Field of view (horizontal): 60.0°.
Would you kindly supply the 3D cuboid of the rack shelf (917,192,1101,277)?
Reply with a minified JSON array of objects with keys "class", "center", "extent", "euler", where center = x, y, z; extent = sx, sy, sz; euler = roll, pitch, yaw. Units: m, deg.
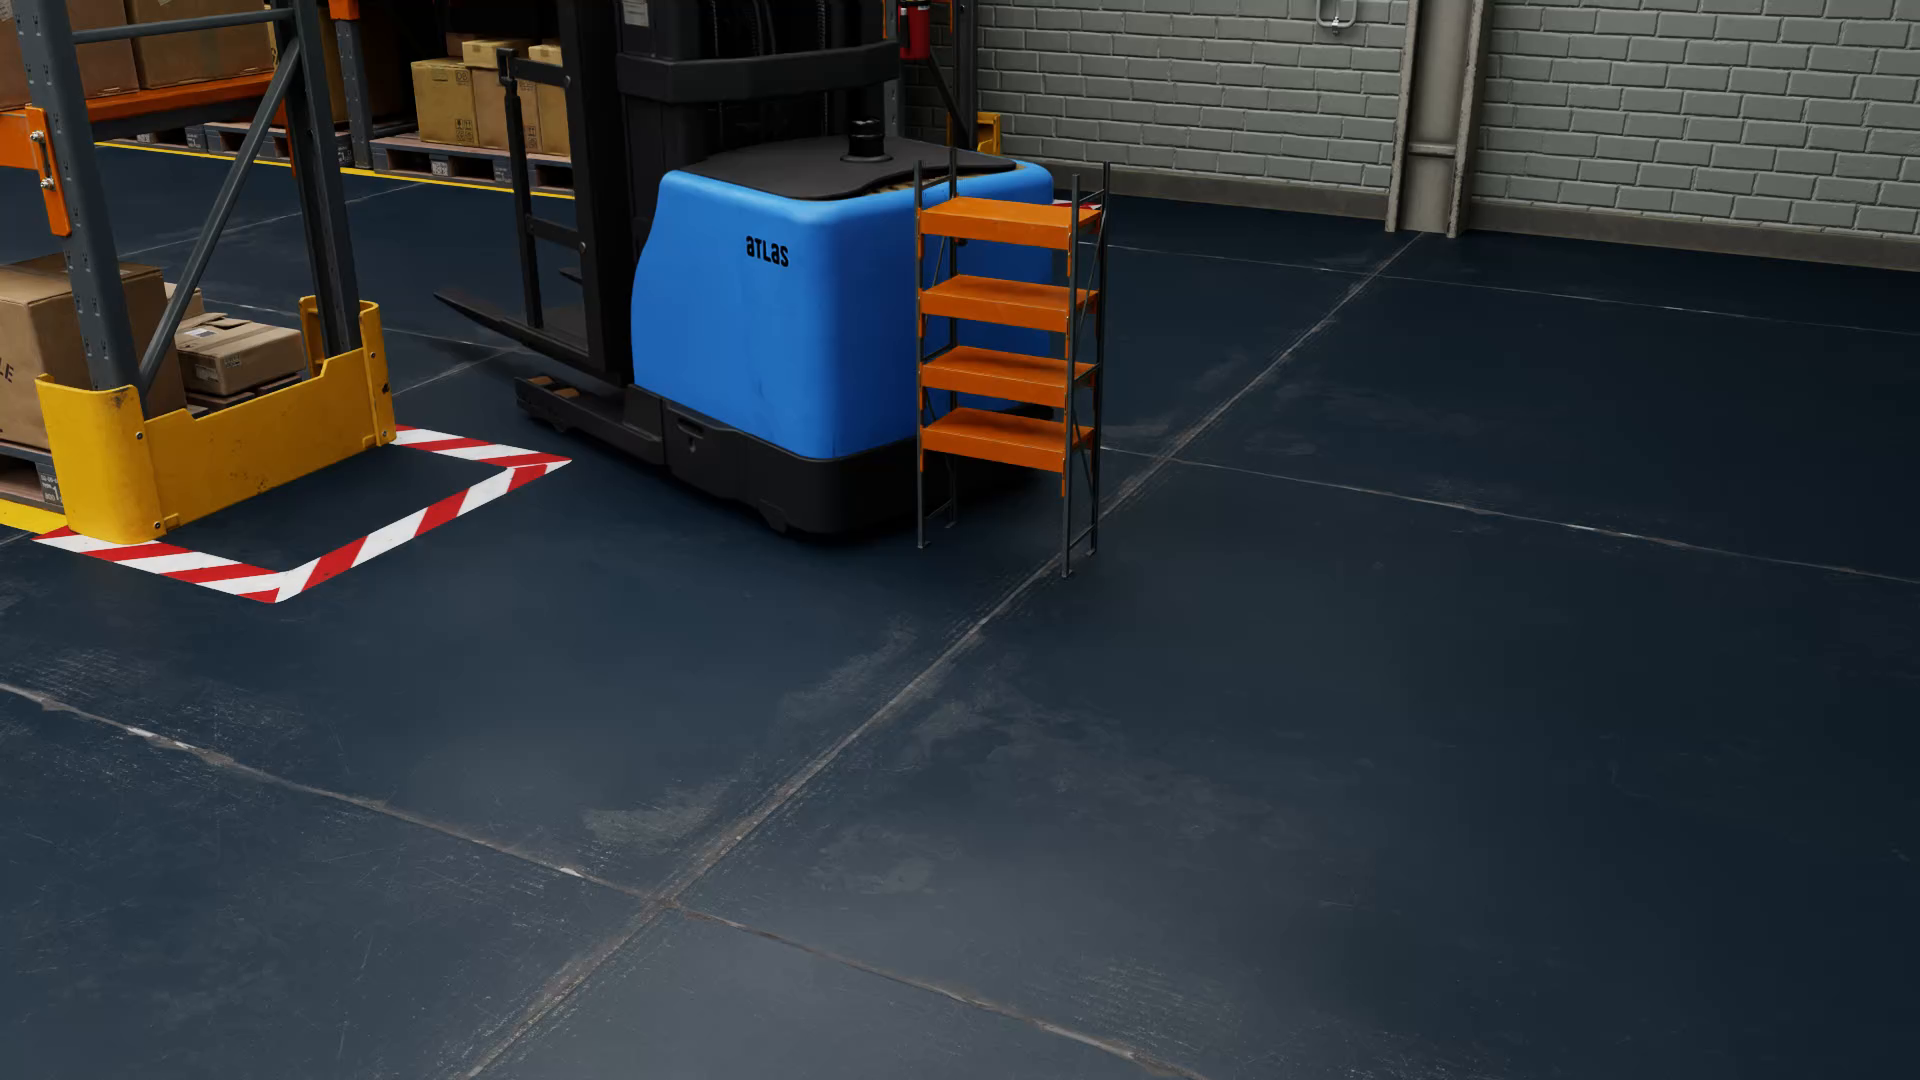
[{"class":"rack shelf","center":[0.148,-0.885,4.793],"extent":[0.480,0.148,0.258],"euler":[11,25,25]}]

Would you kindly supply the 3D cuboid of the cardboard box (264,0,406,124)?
[{"class":"cardboard box","center":[-4.380,-3.287,11.356],"extent":[0.750,0.750,0.750],"euler":[12,26,25]}]

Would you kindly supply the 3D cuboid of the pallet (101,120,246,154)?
[{"class":"pallet","center":[-5.557,-3.055,12.164],"extent":[1.213,0.211,1.003],"euler":[11,25,25]}]

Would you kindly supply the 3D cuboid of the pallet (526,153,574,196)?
[{"class":"pallet","center":[-2.006,-2.354,10.515],"extent":[1.213,0.211,1.003],"euler":[11,25,25]}]

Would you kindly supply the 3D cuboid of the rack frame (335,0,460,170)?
[{"class":"rack frame","center":[-3.742,-4.014,10.855],"extent":[0.127,3.000,1.000],"euler":[11,25,25]}]

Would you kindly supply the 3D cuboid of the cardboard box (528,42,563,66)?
[{"class":"cardboard box","center":[-2.431,-2.971,10.232],"extent":[0.250,0.149,0.380],"euler":[10,25,23]}]

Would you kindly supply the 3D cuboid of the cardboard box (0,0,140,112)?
[{"class":"cardboard box","center":[-2.926,-1.607,5.067],"extent":[0.500,0.500,0.500],"euler":[12,26,26]}]

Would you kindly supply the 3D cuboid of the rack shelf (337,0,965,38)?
[{"class":"rack shelf","center":[-1.957,-3.329,10.165],"extent":[4.000,0.370,1.077],"euler":[11,25,25]}]

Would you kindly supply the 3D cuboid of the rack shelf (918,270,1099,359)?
[{"class":"rack shelf","center":[0.148,-0.667,4.885],"extent":[0.480,0.148,0.258],"euler":[11,25,25]}]

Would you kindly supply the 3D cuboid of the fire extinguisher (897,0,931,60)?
[{"class":"fire extinguisher","center":[-0.246,-2.912,8.840],"extent":[0.183,0.674,0.296],"euler":[11,25,25]}]

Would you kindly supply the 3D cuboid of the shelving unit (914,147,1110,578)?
[{"class":"shelving unit","center":[0.148,-0.523,4.946],"extent":[0.503,1.200,0.258],"euler":[11,25,25]}]

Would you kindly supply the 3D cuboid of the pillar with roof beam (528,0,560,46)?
[{"class":"pillar with roof beam","center":[-4.669,-5.449,6.565],"extent":[0.400,9.000,9.100],"euler":[11,25,25]}]

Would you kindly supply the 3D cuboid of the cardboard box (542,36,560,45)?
[{"class":"cardboard box","center":[-2.454,-3.143,10.637],"extent":[0.250,0.149,0.380],"euler":[10,25,23]}]

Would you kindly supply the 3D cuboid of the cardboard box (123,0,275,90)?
[{"class":"cardboard box","center":[-2.681,-1.793,5.505],"extent":[0.500,0.500,0.500],"euler":[12,26,26]}]

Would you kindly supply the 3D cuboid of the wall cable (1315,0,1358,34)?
[{"class":"wall cable","center":[1.398,-3.879,9.240],"extent":[1.851,1.984,0.084],"euler":[11,25,25]}]

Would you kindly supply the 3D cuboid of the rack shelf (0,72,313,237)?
[{"class":"rack shelf","center":[-4.189,-1.599,6.095],"extent":[4.000,0.370,1.077],"euler":[11,25,25]}]

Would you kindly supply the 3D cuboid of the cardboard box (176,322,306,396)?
[{"class":"cardboard box","center":[-2.622,-0.661,6.052],"extent":[0.250,0.149,0.380],"euler":[11,25,25]}]

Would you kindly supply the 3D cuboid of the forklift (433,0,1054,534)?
[{"class":"forklift","center":[-1.035,-1.863,5.886],"extent":[1.130,2.935,3.031],"euler":[-19,30,-38]}]

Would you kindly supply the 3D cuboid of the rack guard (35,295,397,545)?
[{"class":"rack guard","center":[-2.472,-0.440,5.645],"extent":[0.348,0.500,1.175],"euler":[11,25,25]}]

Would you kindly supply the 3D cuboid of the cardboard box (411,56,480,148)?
[{"class":"cardboard box","center":[-3.121,-2.889,10.867],"extent":[0.500,0.500,0.700],"euler":[12,26,25]}]

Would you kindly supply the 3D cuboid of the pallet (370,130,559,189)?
[{"class":"pallet","center":[-3.098,-2.569,11.021],"extent":[1.213,0.211,1.003],"euler":[11,25,25]}]

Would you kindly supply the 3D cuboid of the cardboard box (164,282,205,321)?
[{"class":"cardboard box","center":[-3.207,-0.797,6.243],"extent":[0.500,0.250,0.500],"euler":[11,25,25]}]

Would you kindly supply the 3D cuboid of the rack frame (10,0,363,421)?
[{"class":"rack frame","center":[-2.404,-1.577,5.124],"extent":[0.127,3.000,1.000],"euler":[11,25,25]}]

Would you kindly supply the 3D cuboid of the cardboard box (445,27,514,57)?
[{"class":"cardboard box","center":[-3.160,-3.282,10.963],"extent":[0.250,0.149,0.380],"euler":[11,25,24]}]

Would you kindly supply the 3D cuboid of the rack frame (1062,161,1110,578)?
[{"class":"rack frame","center":[0.365,-0.480,4.845],"extent":[0.015,1.200,0.240],"euler":[11,25,25]}]

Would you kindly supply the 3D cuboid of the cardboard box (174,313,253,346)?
[{"class":"cardboard box","center":[-2.845,-0.713,6.152],"extent":[0.250,0.166,0.380],"euler":[11,25,25]}]

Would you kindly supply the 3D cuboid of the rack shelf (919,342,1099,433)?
[{"class":"rack shelf","center":[0.148,-0.461,4.973],"extent":[0.480,0.148,0.258],"euler":[11,25,25]}]

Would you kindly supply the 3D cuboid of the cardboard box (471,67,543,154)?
[{"class":"cardboard box","center":[-2.674,-2.799,10.656],"extent":[0.500,0.500,0.700],"euler":[11,25,24]}]

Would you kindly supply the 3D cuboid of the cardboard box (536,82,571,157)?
[{"class":"cardboard box","center":[-2.217,-2.707,10.441],"extent":[0.500,0.500,0.700],"euler":[12,26,26]}]

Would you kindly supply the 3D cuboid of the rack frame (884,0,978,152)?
[{"class":"rack frame","center":[-0.172,-3.307,9.194],"extent":[0.127,3.000,1.000],"euler":[11,25,25]}]

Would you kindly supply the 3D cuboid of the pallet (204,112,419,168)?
[{"class":"pallet","center":[-4.464,-2.840,11.659],"extent":[1.213,0.211,1.003],"euler":[11,25,25]}]

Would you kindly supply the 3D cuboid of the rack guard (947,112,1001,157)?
[{"class":"rack guard","center":[-0.151,-2.153,9.673],"extent":[0.348,0.500,1.175],"euler":[11,25,25]}]

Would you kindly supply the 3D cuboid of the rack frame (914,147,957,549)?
[{"class":"rack frame","center":[-0.070,-0.566,5.048],"extent":[0.015,1.200,0.240],"euler":[11,25,25]}]

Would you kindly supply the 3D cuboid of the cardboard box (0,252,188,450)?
[{"class":"cardboard box","center":[-3.000,-0.639,5.551],"extent":[0.500,0.500,0.500],"euler":[11,25,25]}]

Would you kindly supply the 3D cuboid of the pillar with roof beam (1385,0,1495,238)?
[{"class":"pillar with roof beam","center":[0.685,-4.390,4.074],"extent":[0.400,9.000,9.100],"euler":[11,25,25]}]

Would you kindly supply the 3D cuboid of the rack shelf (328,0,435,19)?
[{"class":"rack shelf","center":[-5.527,-4.036,11.826],"extent":[4.000,0.370,1.077],"euler":[11,25,25]}]

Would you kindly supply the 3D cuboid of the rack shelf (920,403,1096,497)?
[{"class":"rack shelf","center":[0.148,-0.278,5.050],"extent":[0.480,0.148,0.258],"euler":[11,25,25]}]

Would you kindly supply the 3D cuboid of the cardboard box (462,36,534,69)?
[{"class":"cardboard box","center":[-2.897,-3.063,10.448],"extent":[0.250,0.149,0.380],"euler":[12,26,26]}]

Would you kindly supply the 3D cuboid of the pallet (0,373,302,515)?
[{"class":"pallet","center":[-3.183,-0.447,6.032],"extent":[1.213,0.211,1.003],"euler":[11,25,25]}]
